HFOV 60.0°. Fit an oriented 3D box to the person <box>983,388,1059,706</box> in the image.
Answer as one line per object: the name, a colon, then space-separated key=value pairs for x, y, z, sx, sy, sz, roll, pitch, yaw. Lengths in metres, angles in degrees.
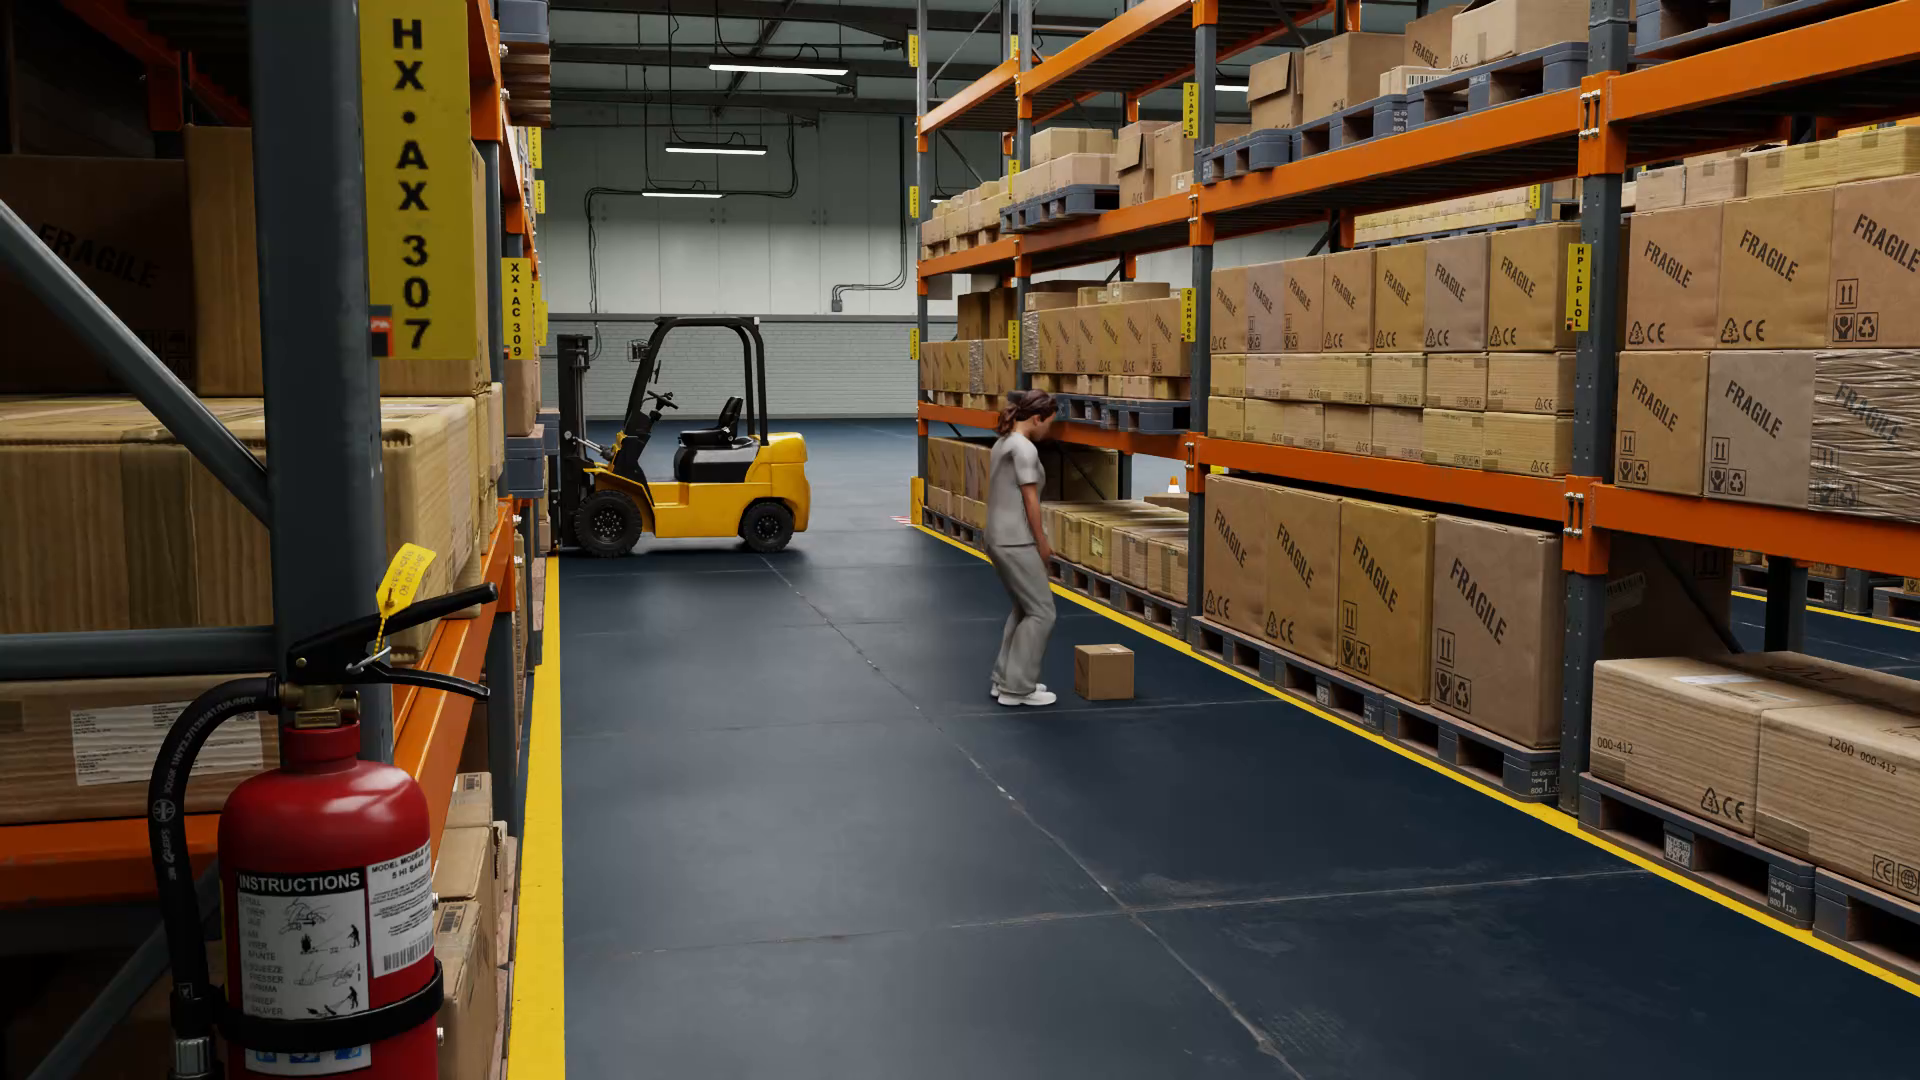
person: x=0.317 y=0.030 z=8.634 sx=0.388 sy=1.627 sz=0.461 roll=-1 pitch=6 yaw=-12
